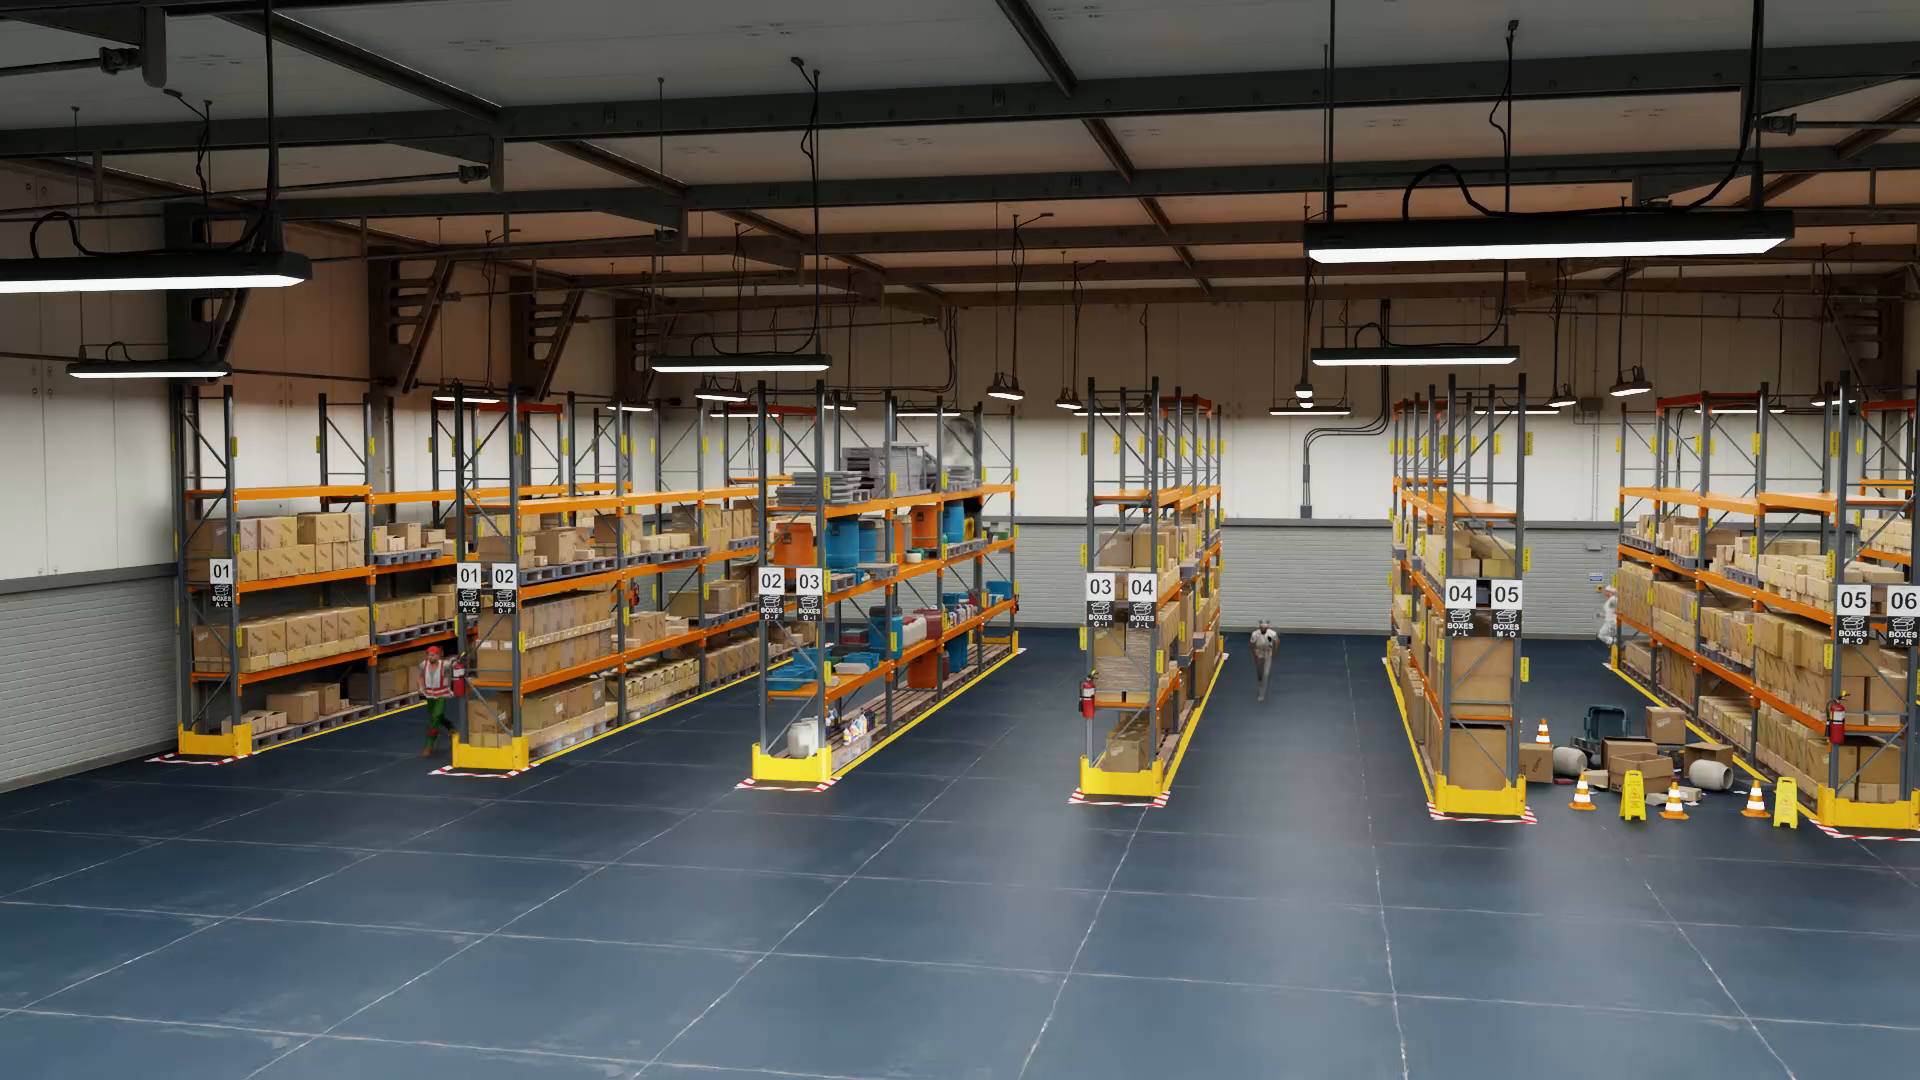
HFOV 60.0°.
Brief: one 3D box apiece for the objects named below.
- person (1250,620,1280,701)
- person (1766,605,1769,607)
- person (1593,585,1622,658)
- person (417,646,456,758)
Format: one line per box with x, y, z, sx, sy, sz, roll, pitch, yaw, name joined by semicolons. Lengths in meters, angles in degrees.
6.078;2.369;33.218;0.588;1.630;0.930;0;3;7;person
16.878;2.211;34.910;0.552;1.735;0.801;0;3;-1;person
15.293;1.934;39.215;0.644;1.737;0.660;1;3;10;person
-8.569;2.595;27.321;0.658;1.773;1.135;1;3;10;person
